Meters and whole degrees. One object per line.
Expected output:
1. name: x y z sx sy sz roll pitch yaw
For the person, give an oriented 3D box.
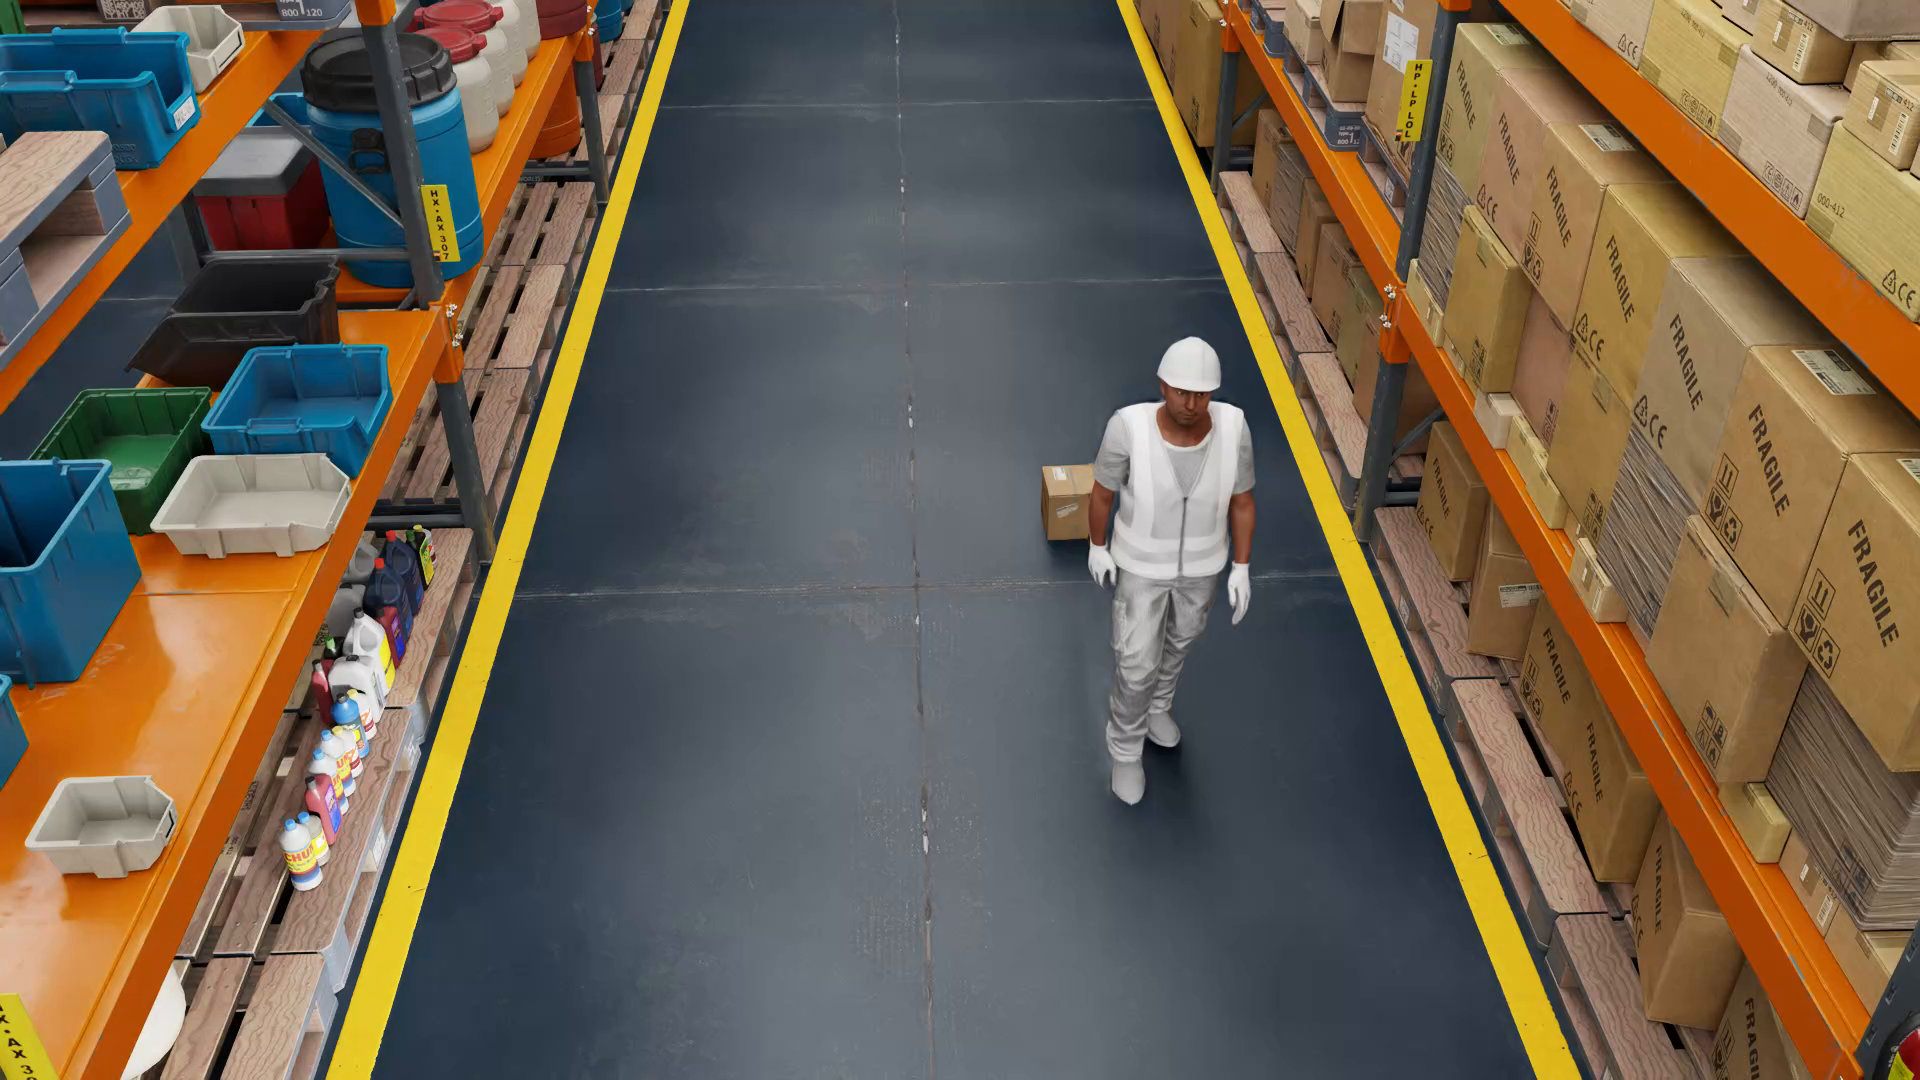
1. person: 0.756 0.109 5.983 0.564 1.842 0.526 -5 35 -7
